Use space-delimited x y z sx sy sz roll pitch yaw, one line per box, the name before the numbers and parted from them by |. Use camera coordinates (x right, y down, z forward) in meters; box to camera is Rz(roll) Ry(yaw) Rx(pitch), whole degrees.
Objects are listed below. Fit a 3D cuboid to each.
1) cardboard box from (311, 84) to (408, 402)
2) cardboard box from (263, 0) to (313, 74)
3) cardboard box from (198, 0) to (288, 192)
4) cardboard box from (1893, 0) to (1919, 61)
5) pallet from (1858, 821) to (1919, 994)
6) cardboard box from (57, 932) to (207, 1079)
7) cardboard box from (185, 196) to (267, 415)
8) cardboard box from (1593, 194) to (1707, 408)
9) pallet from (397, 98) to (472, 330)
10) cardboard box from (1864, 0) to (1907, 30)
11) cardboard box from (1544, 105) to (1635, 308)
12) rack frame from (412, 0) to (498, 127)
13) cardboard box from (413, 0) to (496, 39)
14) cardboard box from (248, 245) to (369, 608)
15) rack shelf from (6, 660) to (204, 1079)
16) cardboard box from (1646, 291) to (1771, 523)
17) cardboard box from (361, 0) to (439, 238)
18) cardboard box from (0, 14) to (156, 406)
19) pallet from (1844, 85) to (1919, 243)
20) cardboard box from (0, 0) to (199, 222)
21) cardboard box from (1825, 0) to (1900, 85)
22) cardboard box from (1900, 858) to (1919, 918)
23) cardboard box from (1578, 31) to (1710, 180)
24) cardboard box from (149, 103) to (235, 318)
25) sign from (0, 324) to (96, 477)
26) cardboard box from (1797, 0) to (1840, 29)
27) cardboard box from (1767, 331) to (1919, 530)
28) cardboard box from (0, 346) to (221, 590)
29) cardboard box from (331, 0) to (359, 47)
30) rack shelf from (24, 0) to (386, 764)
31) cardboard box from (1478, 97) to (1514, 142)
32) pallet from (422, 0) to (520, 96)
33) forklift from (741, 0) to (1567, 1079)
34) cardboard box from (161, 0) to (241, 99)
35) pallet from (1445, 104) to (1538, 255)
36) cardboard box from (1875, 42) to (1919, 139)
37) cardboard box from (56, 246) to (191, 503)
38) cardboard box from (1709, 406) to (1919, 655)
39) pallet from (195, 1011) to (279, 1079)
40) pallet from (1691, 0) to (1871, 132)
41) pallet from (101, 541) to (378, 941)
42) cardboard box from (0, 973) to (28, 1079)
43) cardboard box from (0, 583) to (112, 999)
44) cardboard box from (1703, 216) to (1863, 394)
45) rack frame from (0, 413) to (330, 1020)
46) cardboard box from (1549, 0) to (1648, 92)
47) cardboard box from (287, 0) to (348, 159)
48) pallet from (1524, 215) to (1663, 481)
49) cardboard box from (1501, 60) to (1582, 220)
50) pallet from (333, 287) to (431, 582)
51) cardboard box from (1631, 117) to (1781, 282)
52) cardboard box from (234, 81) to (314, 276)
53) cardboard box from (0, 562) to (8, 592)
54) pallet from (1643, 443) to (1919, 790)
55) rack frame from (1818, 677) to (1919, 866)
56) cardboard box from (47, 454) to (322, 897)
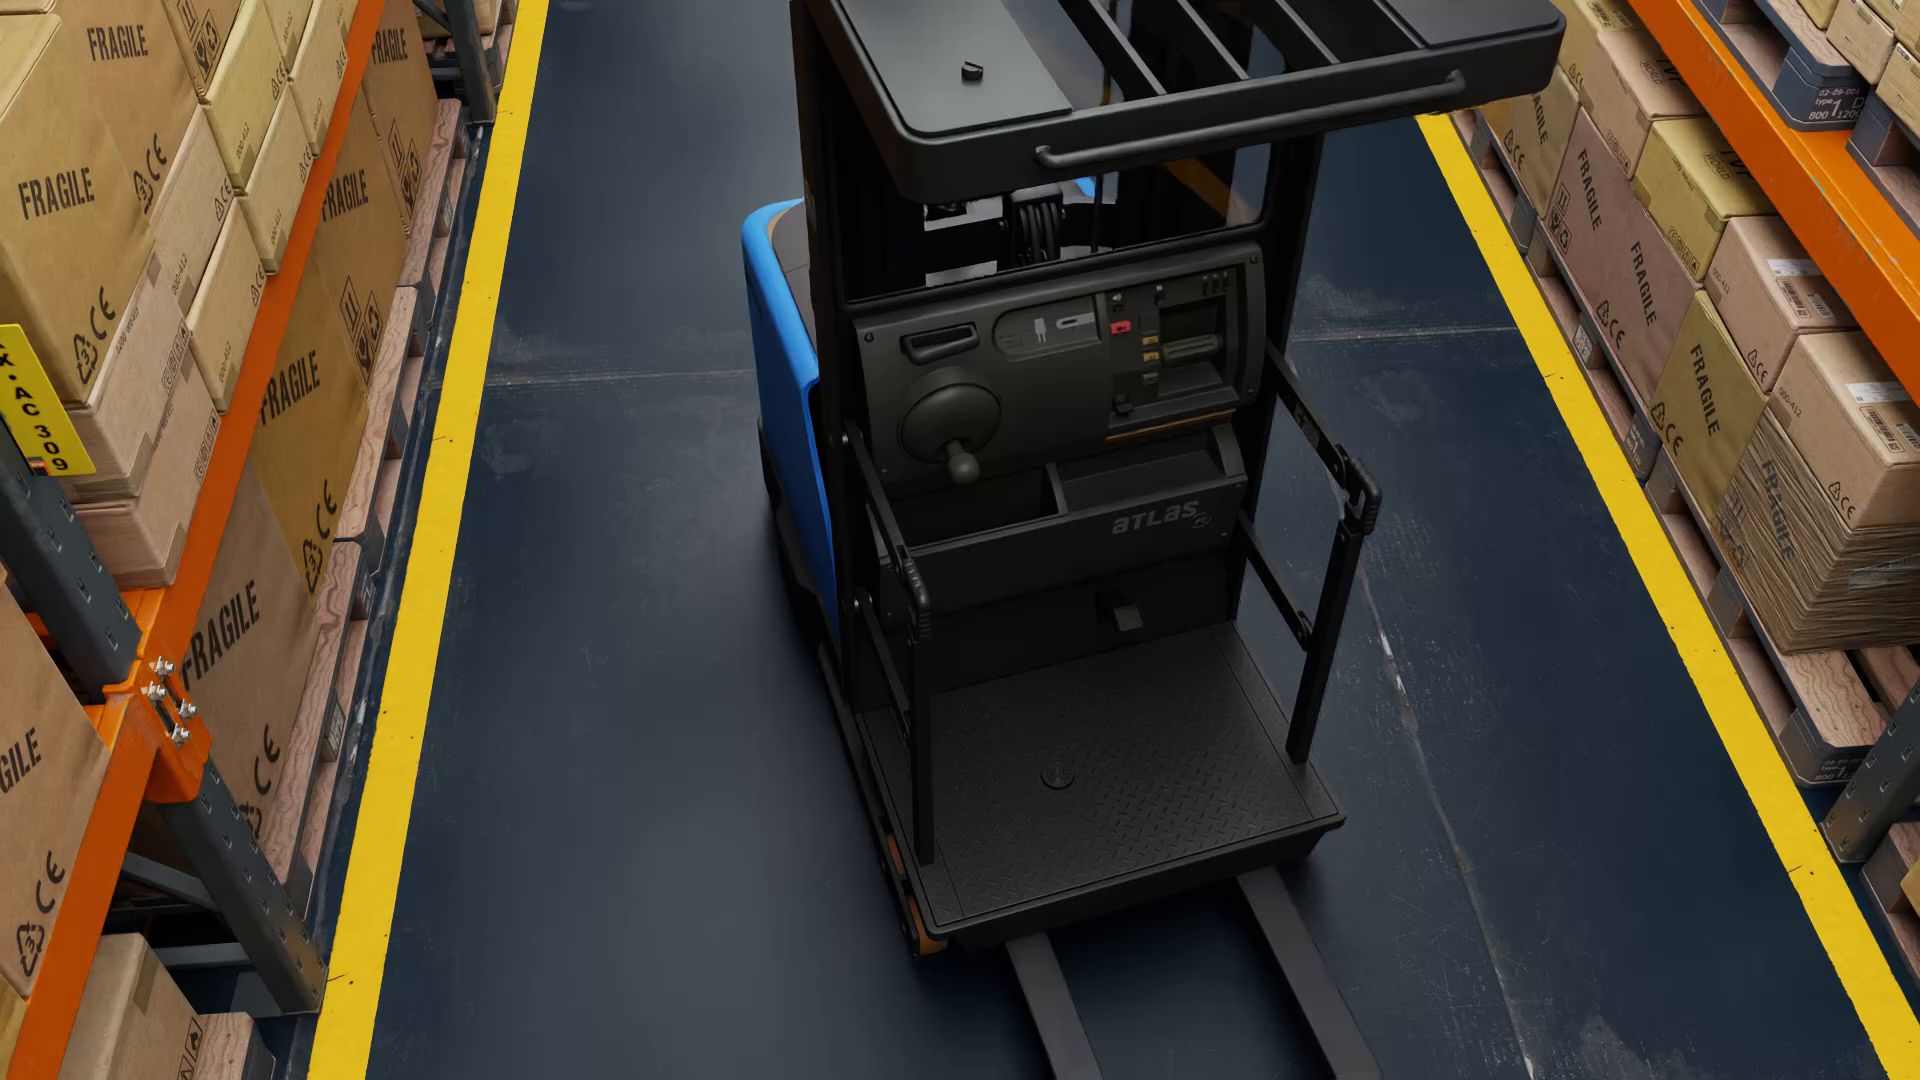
cardboard box | -2.381 -1.023 5.327 0.875 0.875 0.875 -3 47 -3
cardboard box | -1.980 -1.430 4.297 0.500 0.250 0.500 -5 47 -4
cardboard box | -1.935 -1.064 3.951 0.500 0.250 0.500 -3 47 -3
cardboard box | 2.534 -1.244 4.041 0.380 0.149 0.250 -5 47 -5
pallet | 2.924 1.203 3.965 1.003 0.211 1.213 -3 47 -3
cardboard box | -2.146 1.332 3.398 0.875 0.438 0.875 -4 47 -4
cardboard box | -1.911 -0.523 3.783 0.500 0.250 0.500 -5 47 -4
cardboard box | 2.438 -0.787 5.362 0.500 0.500 0.500 -4 47 -4
pallet | -2.436 -1.226 6.266 1.003 0.211 1.213 -3 47 -3
cardboard box | 2.513 -1.432 4.219 0.380 0.149 0.250 -6 47 -5
cardboard box | 2.395 -1.157 5.712 0.500 0.500 0.500 -5 47 -4
rack frame | -2.427 -2.760 5.798 1.000 3.000 0.127 -3 47 -3
cardboard box | -2.464 -2.410 6.987 0.950 0.372 0.625 -6 47 -6
cardboard box | -2.307 -0.376 4.715 0.875 0.875 0.875 -2 47 -2
rack shelf | -1.925 1.829 1.948 1.077 0.370 4.000 -3 47 -3
cardboard box | 2.477 -0.416 5.010 0.500 0.500 0.500 -4 47 -4
cardboard box | -2.452 -1.669 5.939 0.875 0.875 0.875 -4 47 -4
cardboard box | -1.842 -0.580 2.976 0.500 0.500 0.500 -3 47 -3
pallet | 2.913 -0.736 4.013 1.003 0.211 1.213 -3 47 -3
cardboard box | -1.913 -0.946 3.323 0.500 0.500 0.500 -4 47 -4
cardboard box | 2.511 -1.324 4.322 0.380 0.149 0.250 -5 47 -5
cardboard box | 2.542 0.879 4.026 0.380 0.149 0.250 -5 47 -5
cardboard box | 2.385 -1.437 5.461 0.500 0.250 0.500 -3 47 -3
cardboard box | -1.920 -0.697 3.603 0.500 0.250 0.500 -3 47 -3
sign | -1.539 -0.226 2.747 0.100 0.325 0.005 -3 47 -3
cardboard box | 2.489 -1.515 4.503 0.380 0.149 0.250 -2 47 -2
cardboard box | 2.518 -0.306 4.390 0.500 0.250 0.500 -5 47 -4
cardboard box | -1.866 -0.149 3.428 0.500 0.250 0.500 -4 47 -4
cardboard box | -2.041 -1.624 4.826 0.500 0.250 0.500 -4 47 -4
rack shelf | -2.260 -1.065 4.689 1.077 0.370 4.000 -3 47 -3
cardboard box | 2.302 -1.891 6.408 0.500 0.500 0.500 -5 47 -5
pallet | -2.491 -2.366 7.346 1.003 0.211 1.213 -3 47 -3
forklift | 0.303 -0.286 3.502 1.130 2.935 3.031 -13 48 -12
cardboard box | -1.952 -1.309 3.667 0.500 0.500 0.500 -5 47 -4
pallet | 2.561 -1.610 6.629 1.003 0.211 1.213 -3 47 -3
cardboard box | 2.540 -1.123 4.131 0.380 0.149 0.250 -6 47 -5
cardboard box | -1.848 -0.322 3.248 0.500 0.250 0.500 -5 47 -4
cardboard box | 2.519 -0.045 4.659 0.500 0.500 0.500 -4 47 -4
pallet | -2.106 1.648 3.544 1.003 0.211 1.213 -3 47 -3
pallet | 2.704 -1.638 4.868 1.003 0.211 1.213 -3 47 -3
pallet | -2.232 0.539 4.594 1.003 0.211 1.213 -3 47 -3
cardboard box | -1.750 0.792 2.365 0.500 0.500 0.500 -5 47 -4
cardboard box | -1.799 0.420 2.718 0.500 0.500 0.500 -3 47 -3
cardboard box | 2.488 -0.679 4.743 0.500 0.250 0.500 -1 47 -1
rack frame | -2.092 0.134 3.057 1.000 3.000 0.127 -3 47 -3
cardboard box | 2.356 -1.796 5.801 0.500 0.250 0.500 -4 47 -4
cardboard box | -1.970 -1.257 4.478 0.500 0.250 0.500 -4 47 -4
pallet | 2.660 -0.729 5.795 1.003 0.211 1.213 -3 47 -3
cardboard box | 2.348 -1.528 6.063 0.500 0.500 0.500 -3 47 -3
pallet | -2.337 -0.345 5.432 1.003 0.211 1.213 -3 47 -3
cardboard box | 2.430 -1.060 5.104 0.500 0.250 0.500 -5 47 -5
cardboard box | -1.938 -0.895 4.135 0.500 0.250 0.500 -4 47 -4
cardboard box | -1.777 0.081 2.350 0.500 0.500 0.500 -4 47 -4
pallet | 2.765 0.156 4.957 1.003 0.211 1.213 -3 47 -3
rack frame | 2.832 -0.240 3.411 1.000 3.000 0.127 -3 47 -3
cardboard box | -2.224 0.277 4.096 0.875 0.875 0.875 -2 47 -2
